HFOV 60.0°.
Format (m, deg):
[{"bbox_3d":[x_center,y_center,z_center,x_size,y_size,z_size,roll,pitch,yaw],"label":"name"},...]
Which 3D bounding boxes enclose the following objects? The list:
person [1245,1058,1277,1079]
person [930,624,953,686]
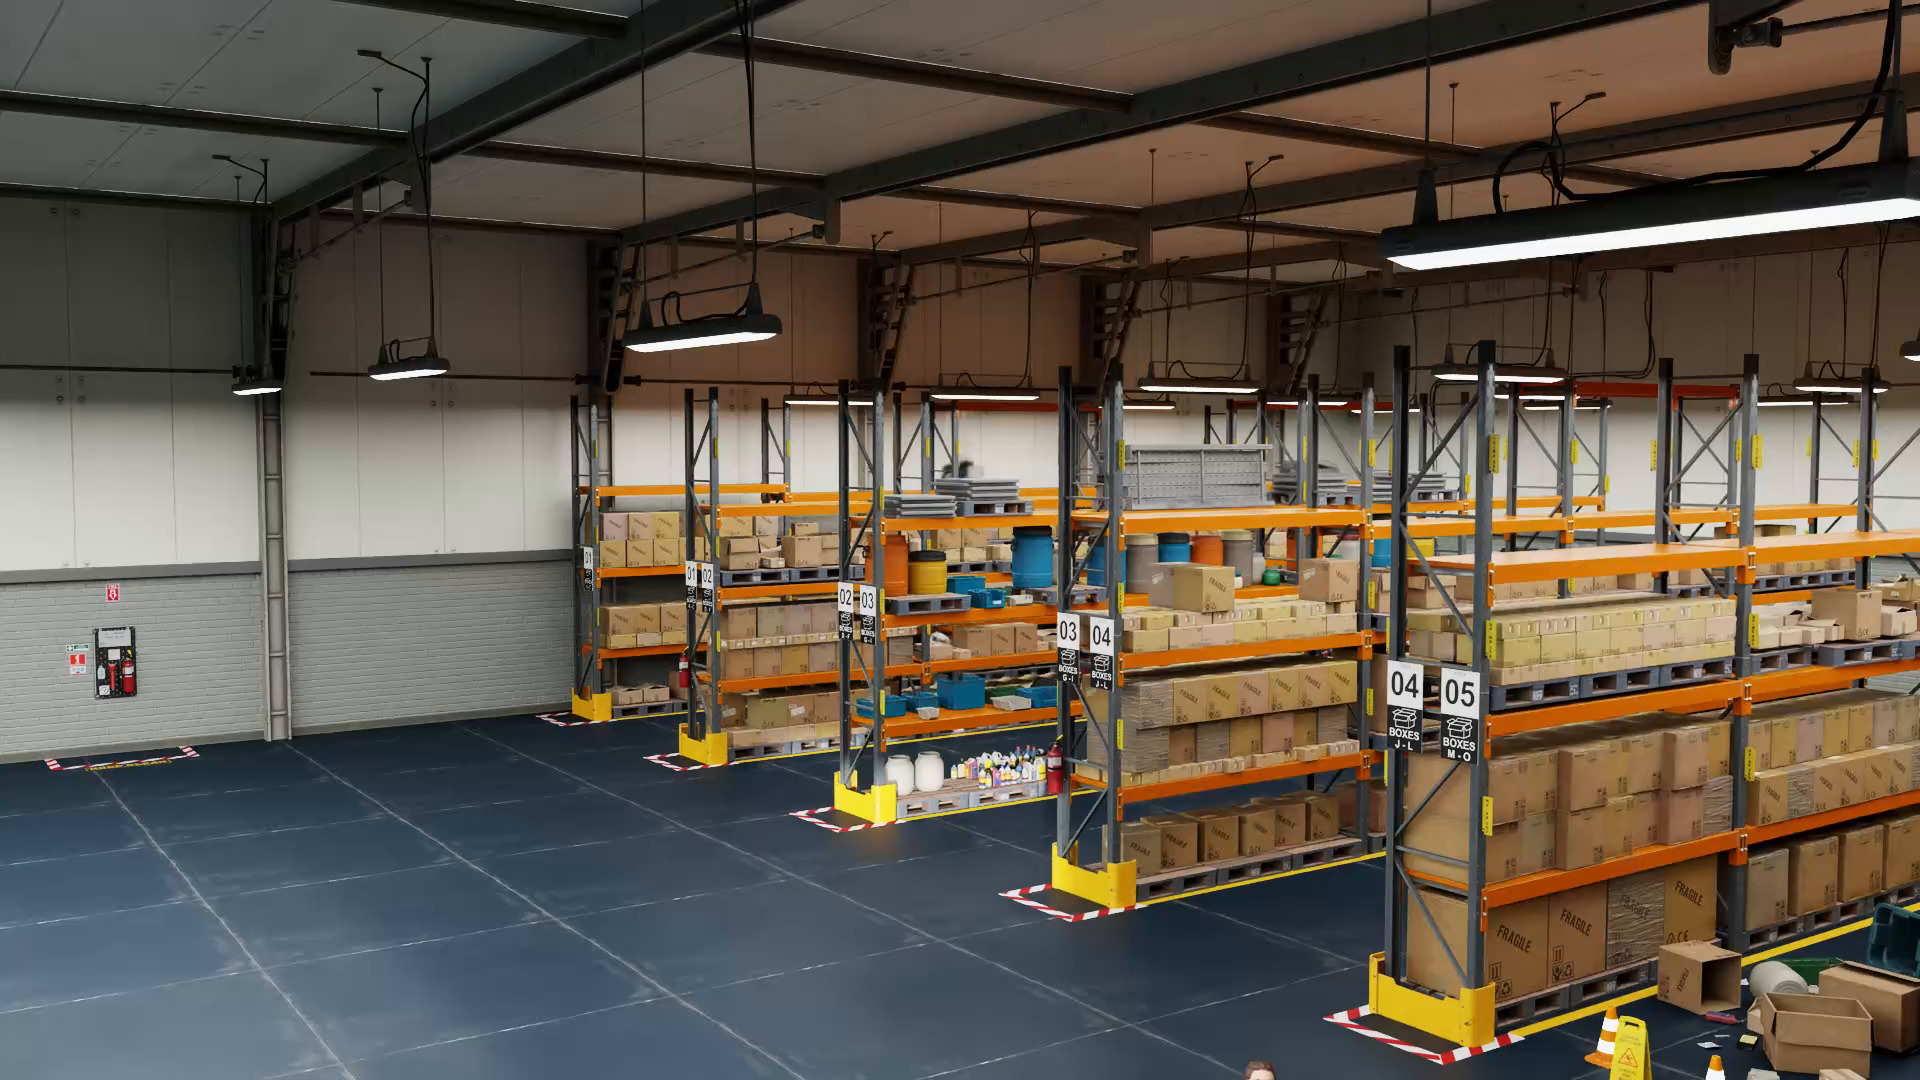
[{"bbox_3d":[1.722,3.763,9.420,0.630,1.641,0.551,0,3,6],"label":"person"},{"bbox_3d":[-0.492,2.397,32.244,0.718,1.750,0.584,-3,4,-38],"label":"person"}]
